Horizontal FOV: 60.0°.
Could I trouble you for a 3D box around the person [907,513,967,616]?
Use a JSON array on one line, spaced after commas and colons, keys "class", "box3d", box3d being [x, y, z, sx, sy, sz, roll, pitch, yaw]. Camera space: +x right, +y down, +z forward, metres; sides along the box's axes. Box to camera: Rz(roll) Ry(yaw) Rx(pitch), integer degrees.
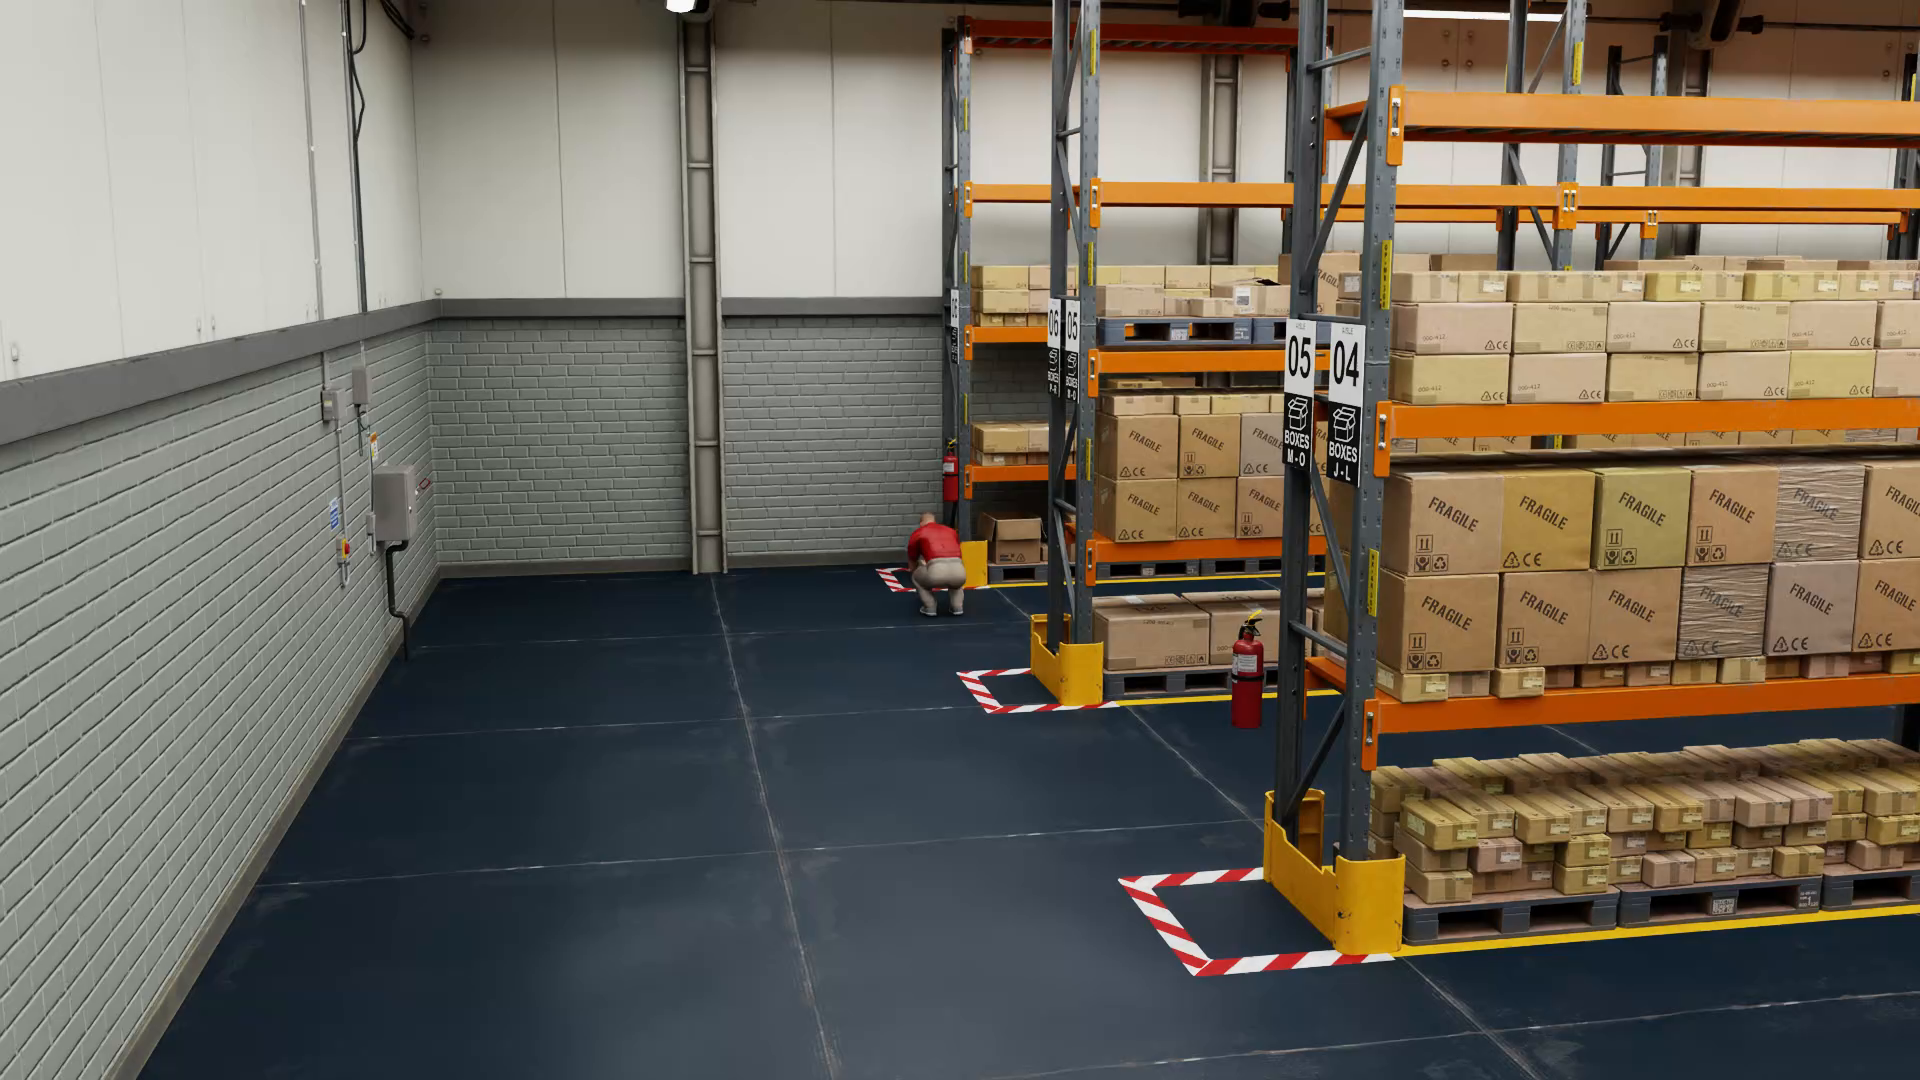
[{"class": "person", "box3d": [-0.229, 0.250, 16.793, 0.567, 0.960, 0.884, -2, 10, -11]}]
